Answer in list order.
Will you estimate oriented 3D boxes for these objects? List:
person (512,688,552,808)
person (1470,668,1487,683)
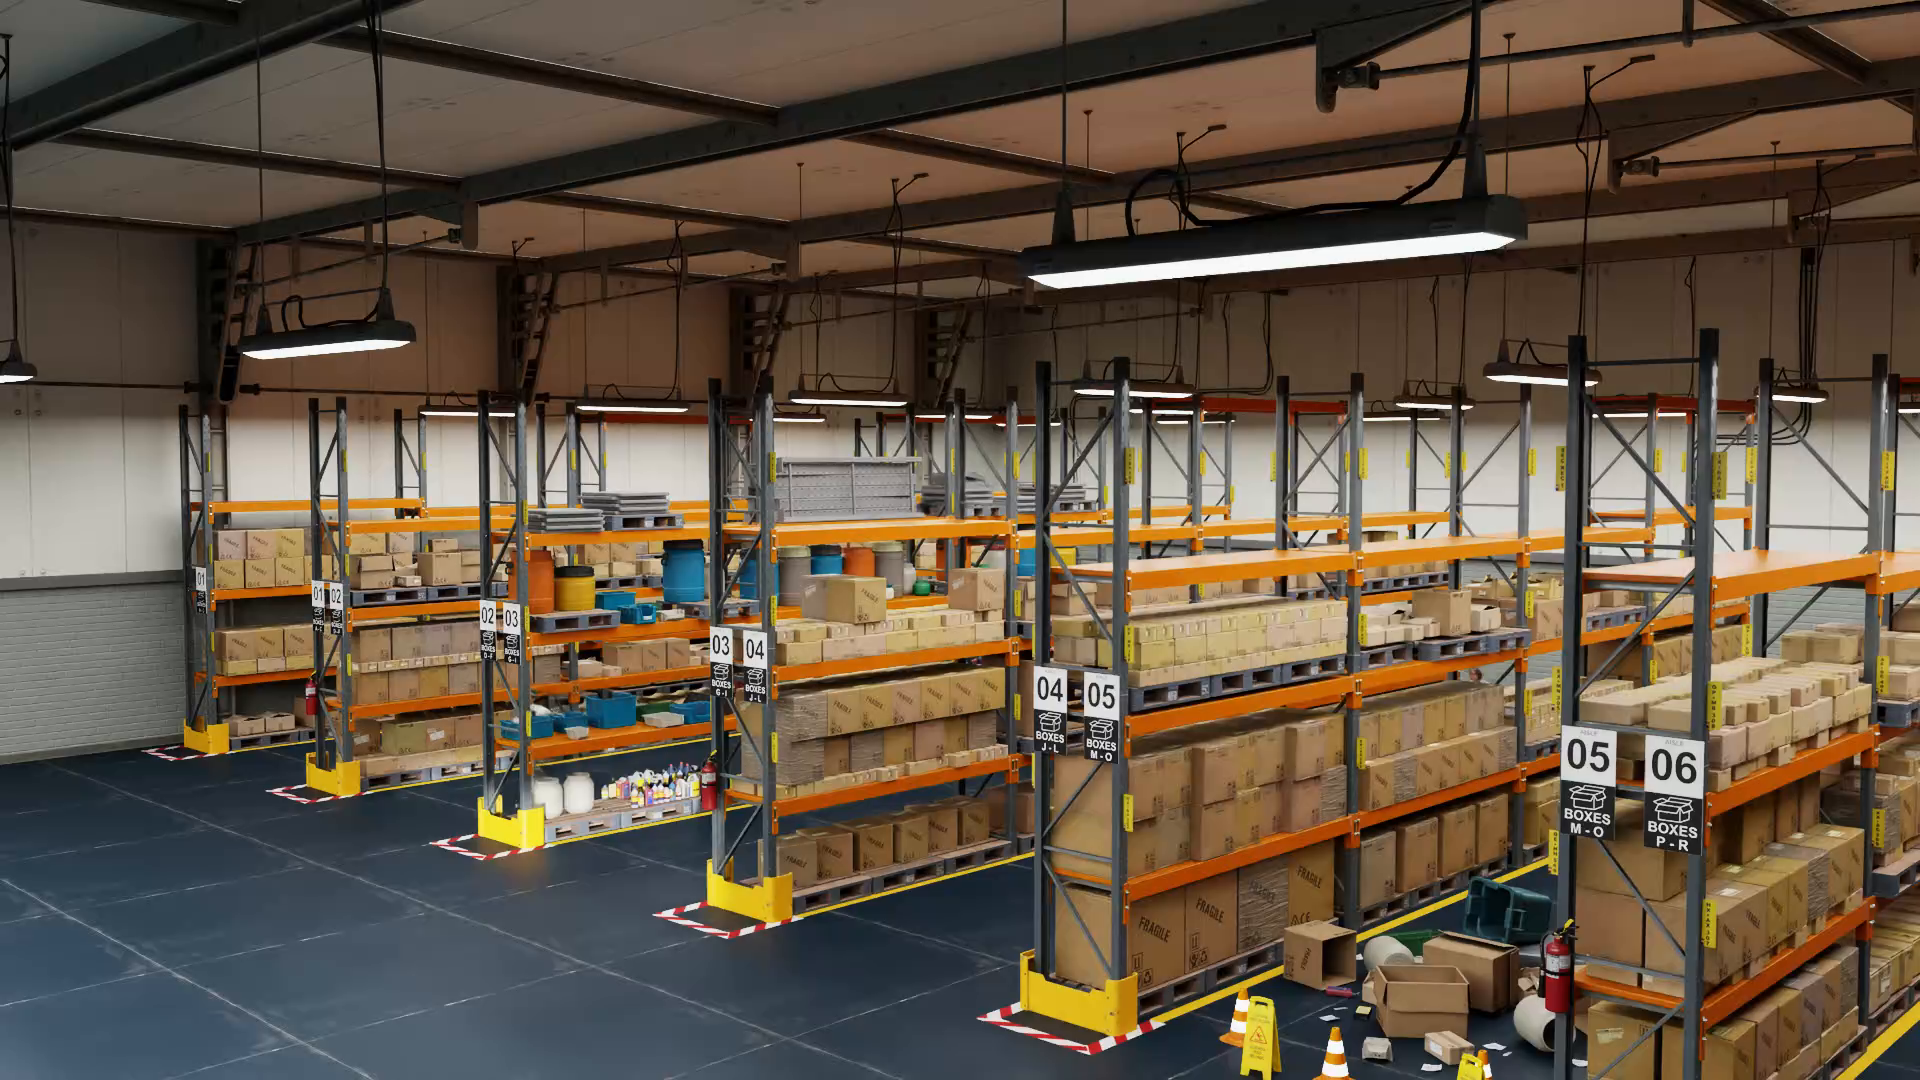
[{"bbox_3d":[-6.308,3.008,24.506,0.629,1.722,0.866,1,3,26],"label":"person"},{"bbox_3d":[8.646,2.927,27.756,0.578,1.609,0.823,2,4,37],"label":"person"}]
